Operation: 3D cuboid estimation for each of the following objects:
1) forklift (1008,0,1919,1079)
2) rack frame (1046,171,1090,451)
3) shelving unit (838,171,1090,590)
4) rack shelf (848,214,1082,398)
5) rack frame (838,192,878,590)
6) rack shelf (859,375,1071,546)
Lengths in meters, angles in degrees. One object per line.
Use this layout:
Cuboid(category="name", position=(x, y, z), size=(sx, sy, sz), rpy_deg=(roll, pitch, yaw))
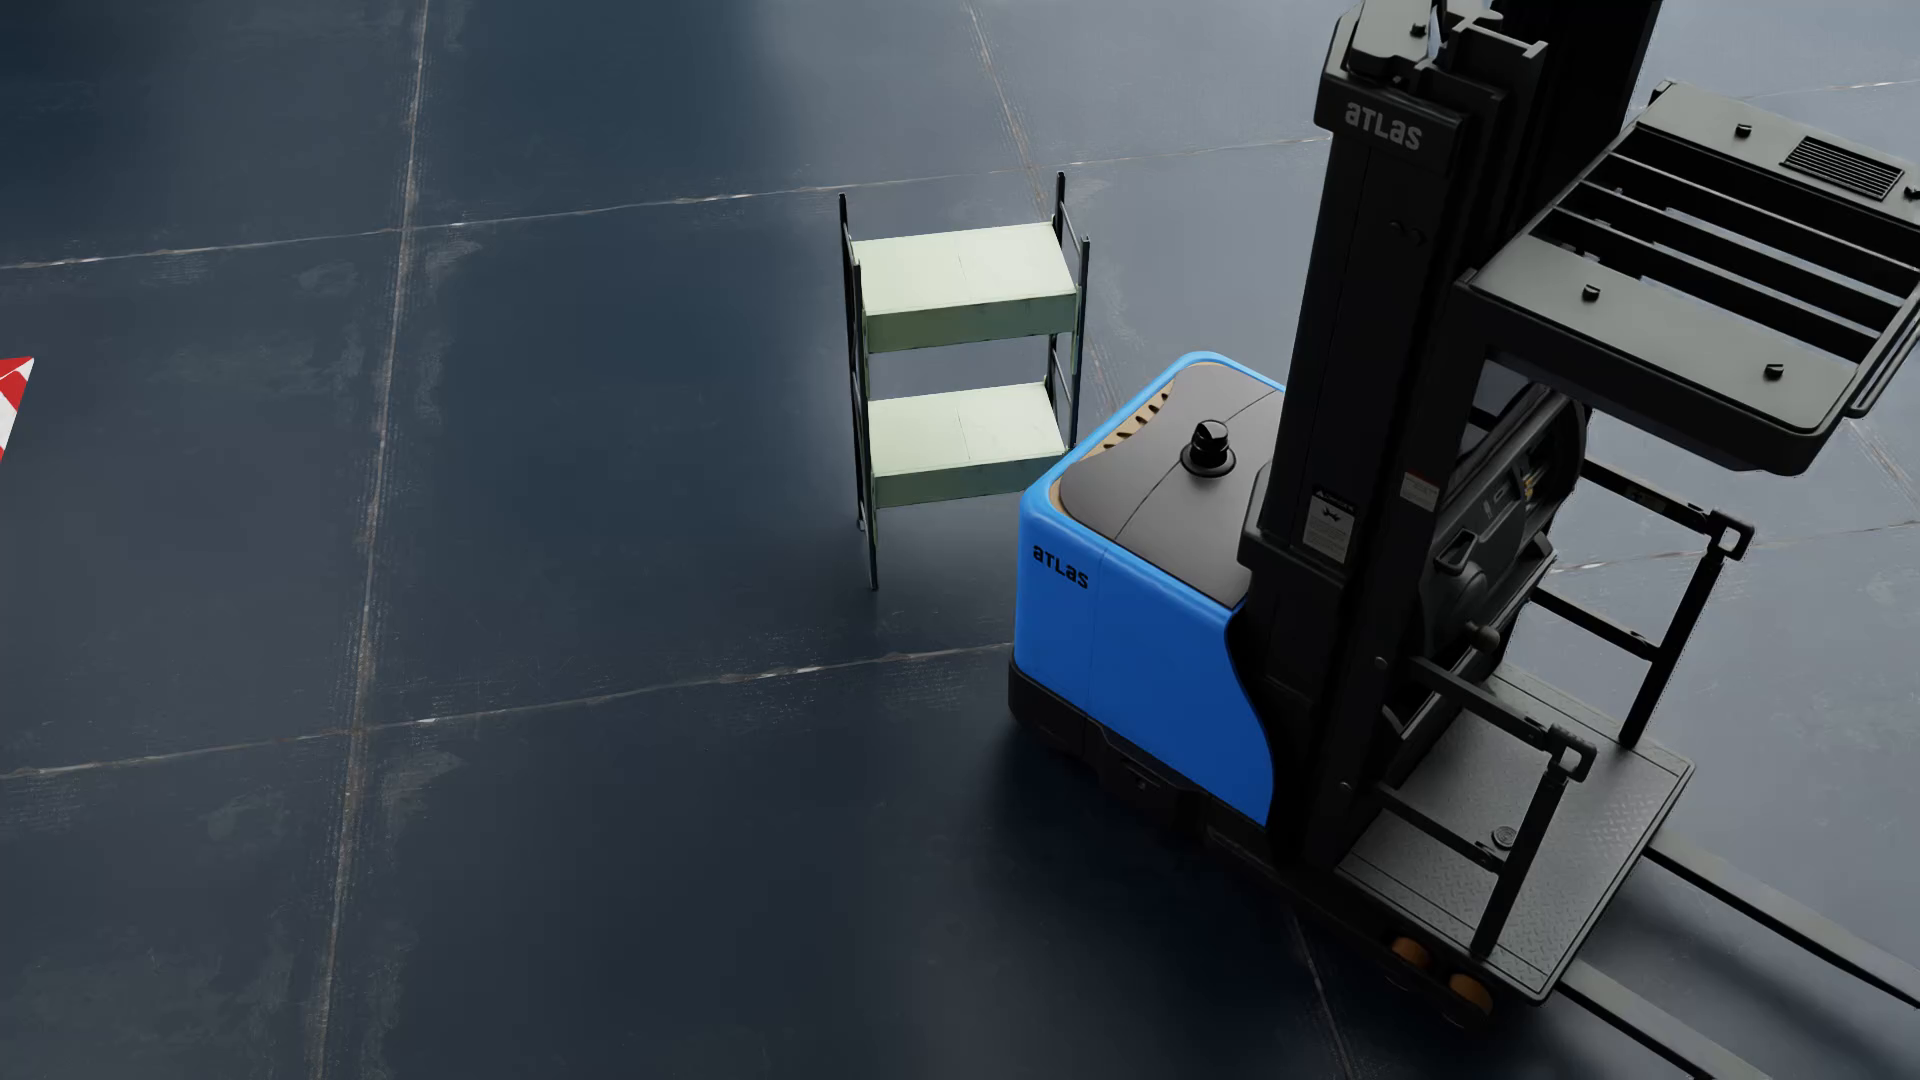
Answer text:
Cuboid(category="forklift", position=(1.619, 0.017, 4.382), size=(3.031, 2.935, 1.130), rpy_deg=(31, 54, 27))
Cuboid(category="rack frame", position=(0.367, -0.566, 5.938), size=(0.023, 1.500, 0.400), rpy_deg=(-7, 46, -7))
Cuboid(category="shelving unit", position=(0.007, -0.521, 5.895), size=(0.755, 1.500, 0.431), rpy_deg=(-7, 46, -7))
Cuboid(category="rack shelf", position=(0.007, -0.792, 5.614), size=(0.720, 0.370, 0.431), rpy_deg=(-7, 46, -7))
Cuboid(category="rack frame", position=(-0.354, -0.476, 5.851), size=(0.023, 1.500, 0.400), rpy_deg=(-7, 46, -7))
Cuboid(category="rack shelf", position=(0.007, -0.295, 6.129), size=(0.720, 0.370, 0.431), rpy_deg=(-7, 46, -7))
